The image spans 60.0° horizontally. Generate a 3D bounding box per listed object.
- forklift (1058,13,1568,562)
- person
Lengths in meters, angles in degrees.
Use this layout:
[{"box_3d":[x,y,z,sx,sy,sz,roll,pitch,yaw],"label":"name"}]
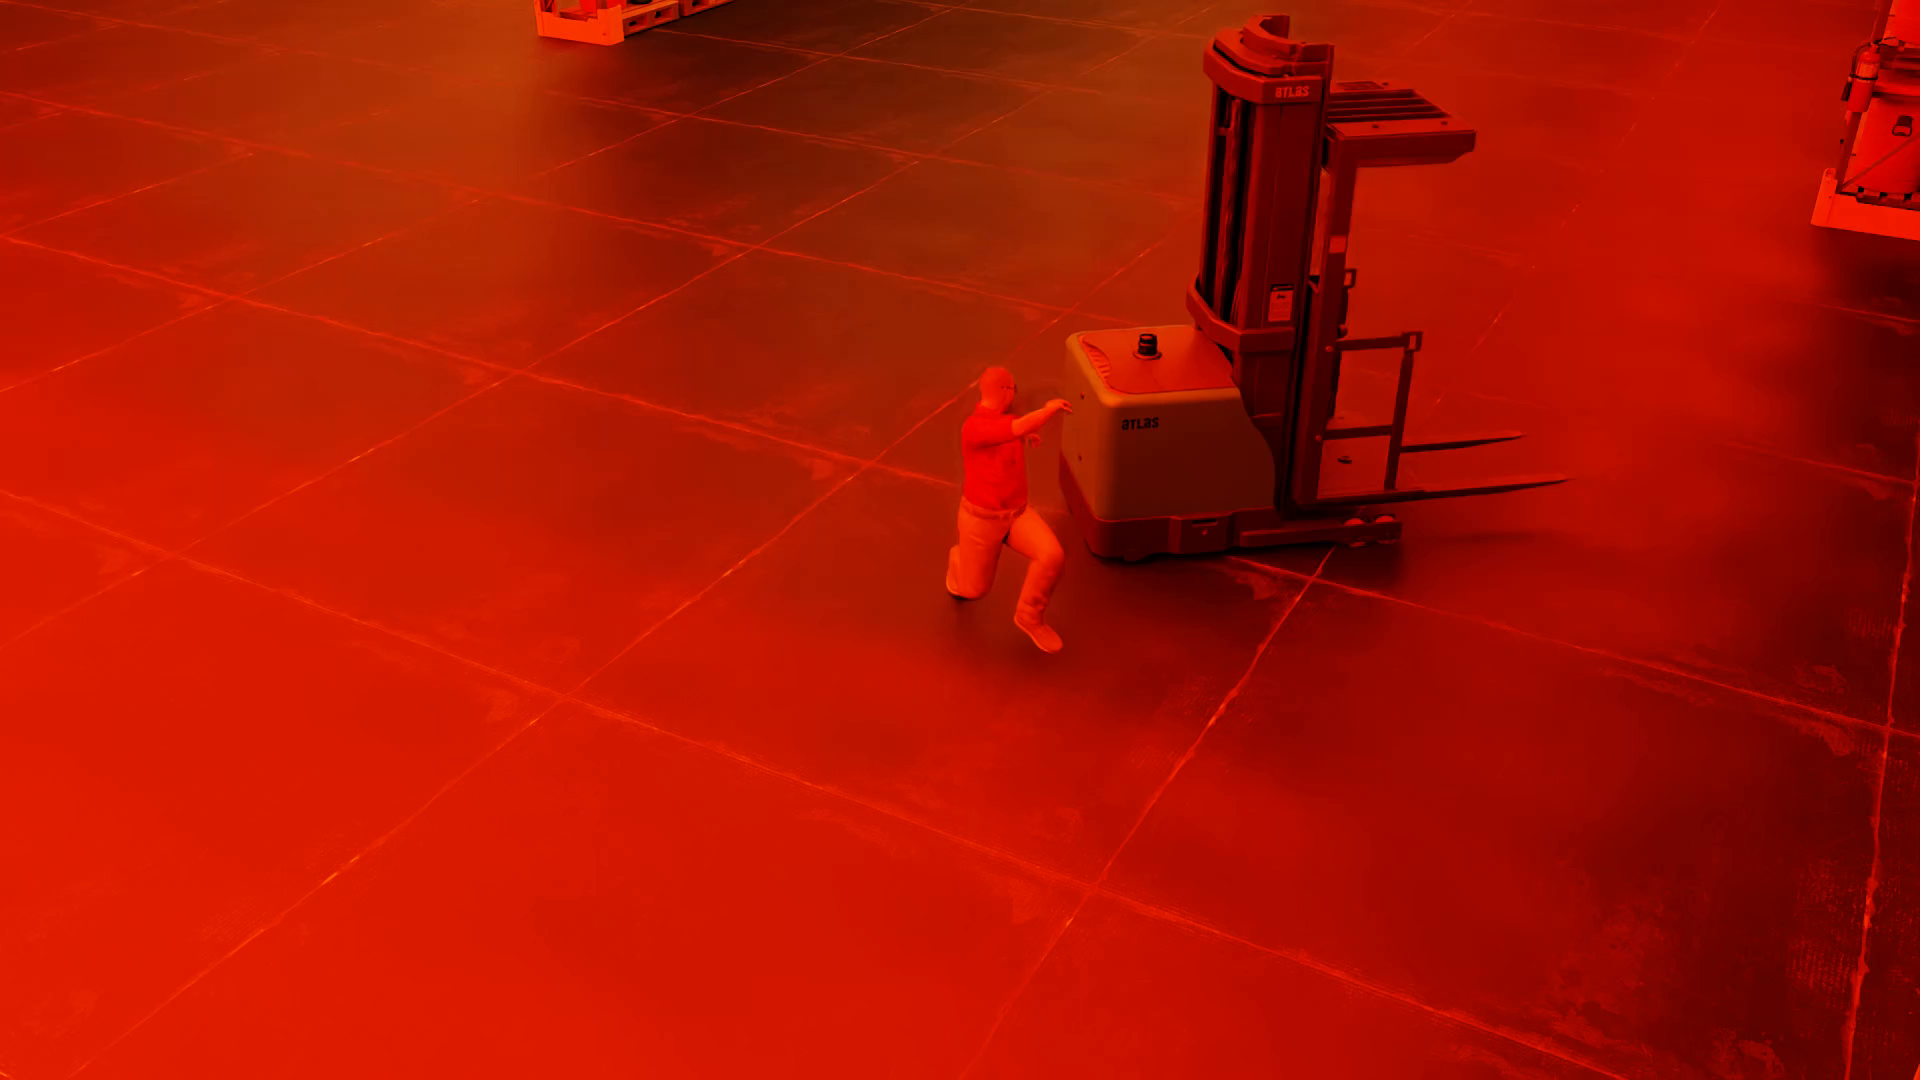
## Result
[{"box_3d":[2.187,-1.484,9.642,3.031,2.935,1.130,-5,30,-8],"label":"forklift"},{"box_3d":[0.363,-0.261,9.040,0.898,1.457,0.985,-25,38,-36],"label":"person"}]
